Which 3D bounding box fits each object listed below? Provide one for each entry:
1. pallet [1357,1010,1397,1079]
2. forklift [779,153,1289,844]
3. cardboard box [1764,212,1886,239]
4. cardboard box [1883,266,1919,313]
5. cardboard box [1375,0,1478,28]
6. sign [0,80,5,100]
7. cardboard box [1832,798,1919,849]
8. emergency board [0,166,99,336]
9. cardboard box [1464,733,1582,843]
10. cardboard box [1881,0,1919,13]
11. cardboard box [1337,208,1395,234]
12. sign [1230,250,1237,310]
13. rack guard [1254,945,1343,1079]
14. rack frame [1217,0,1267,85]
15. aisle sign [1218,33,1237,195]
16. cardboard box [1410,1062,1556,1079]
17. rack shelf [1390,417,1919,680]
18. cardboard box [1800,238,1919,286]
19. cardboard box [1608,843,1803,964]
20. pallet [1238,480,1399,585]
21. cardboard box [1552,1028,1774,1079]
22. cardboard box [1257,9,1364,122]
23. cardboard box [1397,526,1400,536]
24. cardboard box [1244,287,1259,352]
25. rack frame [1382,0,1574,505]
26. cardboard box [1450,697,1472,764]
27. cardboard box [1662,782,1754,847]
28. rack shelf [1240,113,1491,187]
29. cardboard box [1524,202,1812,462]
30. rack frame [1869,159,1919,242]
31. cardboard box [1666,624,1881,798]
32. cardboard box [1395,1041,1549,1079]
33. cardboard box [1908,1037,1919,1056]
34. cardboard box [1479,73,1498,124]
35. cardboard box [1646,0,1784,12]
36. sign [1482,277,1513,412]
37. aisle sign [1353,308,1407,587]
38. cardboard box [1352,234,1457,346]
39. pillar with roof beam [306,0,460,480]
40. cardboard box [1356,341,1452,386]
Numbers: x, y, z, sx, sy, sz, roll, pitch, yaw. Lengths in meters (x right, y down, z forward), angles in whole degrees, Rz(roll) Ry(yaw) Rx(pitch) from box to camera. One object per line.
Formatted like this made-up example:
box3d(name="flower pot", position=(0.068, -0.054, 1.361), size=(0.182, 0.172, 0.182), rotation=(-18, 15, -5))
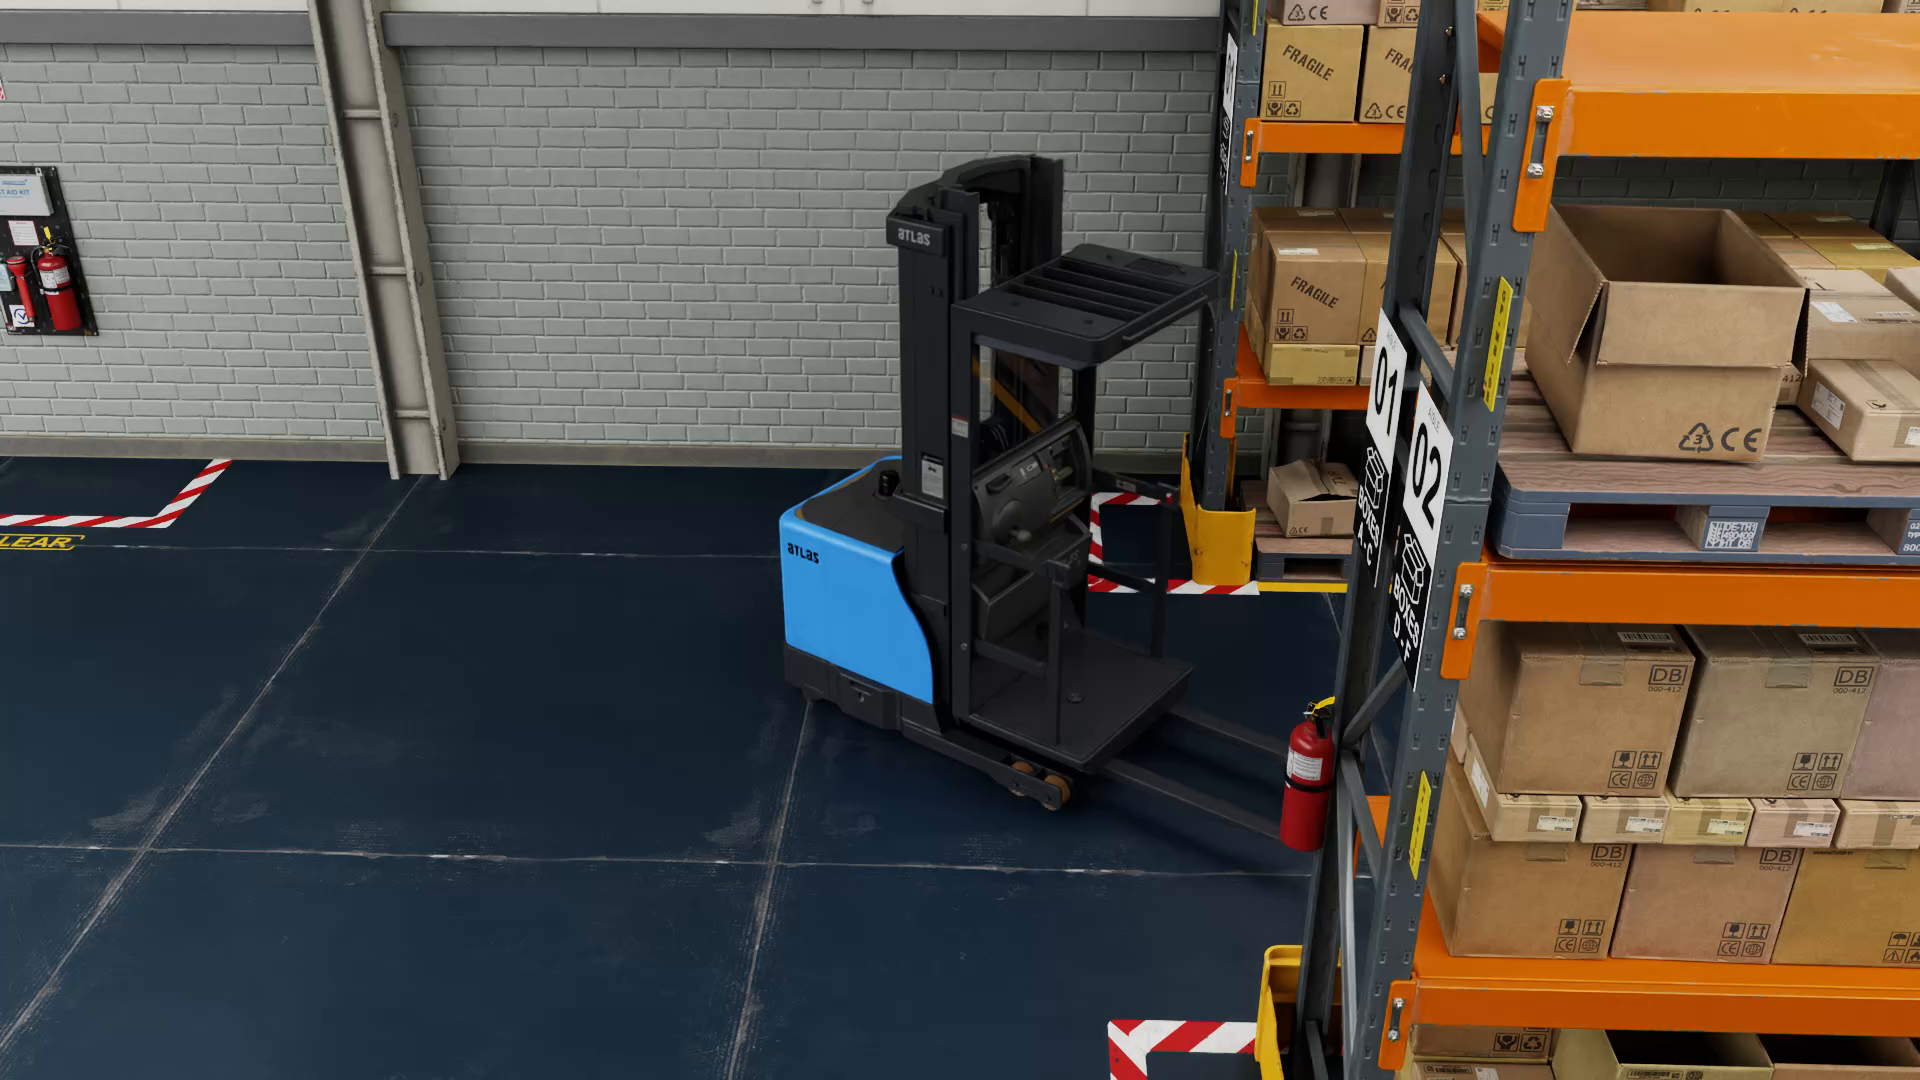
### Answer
box3d(name="pallet", position=(2.140, 2.222, 6.259), size=(1.213, 0.211, 1.003), rotation=(1, 28, 2))
box3d(name="forklift", position=(0.528, -0.252, 8.021), size=(3.031, 2.935, 1.130), rotation=(19, 33, 32))
box3d(name="cardboard box", position=(5.080, -1.635, 9.896), size=(0.500, 0.500, 0.500), rotation=(0, 28, 1))
box3d(name="cardboard box", position=(3.090, -0.632, 4.960), size=(0.500, 0.311, 0.500), rotation=(4, 28, 8))
box3d(name="cardboard box", position=(2.421, -2.990, 8.715), size=(0.500, 0.500, 0.500), rotation=(1, 28, 1))
box3d(name="sign", position=(-6.194, -2.944, 10.552), size=(0.199, 0.298, 0.001), rotation=(1, 28, 2))
box3d(name="cardboard box", position=(2.790, 0.789, 5.184), size=(0.250, 0.149, 0.380), rotation=(0, 28, 0))
box3d(name="emergency board", position=(-6.189, -1.873, 11.007), size=(0.643, 1.169, 0.194), rotation=(1, 28, 2))
box3d(name="cardboard box", position=(1.759, 0.773, 5.215), size=(0.250, 0.149, 0.380), rotation=(1, 28, 1))
box3d(name="cardboard box", position=(5.032, -2.957, 8.654), size=(0.500, 0.500, 0.500), rotation=(-1, 28, -3))
box3d(name="cardboard box", position=(2.527, -1.675, 9.970), size=(0.500, 0.500, 0.500), rotation=(1, 28, 2))
box3d(name="sign", position=(1.526, -1.451, 9.285), size=(0.005, 0.325, 0.100), rotation=(1, 28, 2))
box3d(name="rack guard", position=(1.350, 2.101, 6.179), size=(0.348, 0.500, 1.175), rotation=(1, 28, 2))
box3d(name="rack frame", position=(1.545, -3.973, 8.562), size=(0.127, 3.000, 1.000), rotation=(1, 28, 2))
box3d(name="aisle sign", position=(1.463, -2.332, 9.095), size=(0.004, 0.787, 0.394), rotation=(1, 28, 2))
box3d(name="cardboard box", position=(1.902, 2.139, 5.925), size=(0.500, 0.250, 0.500), rotation=(1, 28, 2))
box3d(name="rack shelf", position=(3.373, 0.022, 4.996), size=(4.000, 0.370, 1.077), rotation=(1, 28, 2))
box3d(name="cardboard box", position=(5.059, -1.393, 9.439), size=(0.500, 0.500, 0.500), rotation=(1, 28, 2))
box3d(name="cardboard box", position=(2.365, 0.973, 5.531), size=(0.500, 0.500, 0.700), rotation=(2, 28, 3))
box3d(name="pallet", position=(2.432, -0.059, 10.561), size=(1.213, 0.211, 1.003), rotation=(1, 28, 2))
box3d(name="cardboard box", position=(2.402, 1.815, 5.736), size=(0.500, 0.500, 0.500), rotation=(1, 28, 2))
box3d(name="cardboard box", position=(1.871, -2.578, 9.005), size=(0.500, 0.500, 0.500), rotation=(2, 28, 3))
box3d(name="cardboard box", position=(2.803, -0.266, 10.375), size=(0.500, 0.311, 0.500), rotation=(3, 28, 6))
box3d(name="cardboard box", position=(2.019, -1.348, 10.154), size=(0.500, 0.250, 0.500), rotation=(1, 28, 3))
box3d(name="rack frame", position=(1.374, -1.654, 4.188), size=(0.127, 3.000, 1.000), rotation=(1, 28, 2))
box3d(name="cardboard box", position=(1.763, 0.583, 5.574), size=(0.250, 0.149, 0.380), rotation=(0, 28, 1))
box3d(name="cardboard box", position=(2.272, 0.781, 5.200), size=(0.250, 0.149, 0.380), rotation=(1, 28, 2))
box3d(name="rack shelf", position=(3.544, -2.297, 9.371), size=(4.000, 0.370, 1.077), rotation=(1, 28, 2))
box3d(name="cardboard box", position=(1.948, -0.610, 4.713), size=(0.637, 0.503, 0.797), rotation=(3, 28, 5))
box3d(name="rack frame", position=(5.543, -1.256, 9.842), size=(0.127, 3.000, 1.000), rotation=(1, 28, 2))
box3d(name="cardboard box", position=(2.419, 0.400, 5.226), size=(0.500, 0.500, 0.700), rotation=(0, 28, 0))
box3d(name="cardboard box", position=(1.921, 1.896, 6.383), size=(0.500, 0.250, 0.500), rotation=(1, 28, 2))
box3d(name="cardboard box", position=(3.401, 1.834, 5.701), size=(0.500, 0.500, 0.500), rotation=(1, 28, 2))
box3d(name="cardboard box", position=(2.925, -2.546, 8.944), size=(0.500, 0.500, 0.500), rotation=(2, 28, 4))
box3d(name="cardboard box", position=(3.962, -2.965, 8.668), size=(0.500, 0.500, 0.500), rotation=(0, 28, 0))
box3d(name="sign", position=(1.349, -0.490, 4.177), size=(0.005, 0.325, 0.100), rotation=(1, 28, 2))
box3d(name="aisle sign", position=(1.319, -0.291, 5.245), size=(0.004, 0.787, 0.394), rotation=(1, 28, 2))
box3d(name="cardboard box", position=(2.505, -1.435, 9.517), size=(0.500, 0.500, 0.500), rotation=(1, 28, 2))
box3d(name="pillar with roof beam", position=(-3.873, -2.450, 5.690), size=(0.400, 9.000, 9.100), rotation=(1, 28, 2))
box3d(name="cardboard box", position=(2.541, -1.106, 9.698), size=(0.500, 0.250, 0.500), rotation=(0, 28, 0))
